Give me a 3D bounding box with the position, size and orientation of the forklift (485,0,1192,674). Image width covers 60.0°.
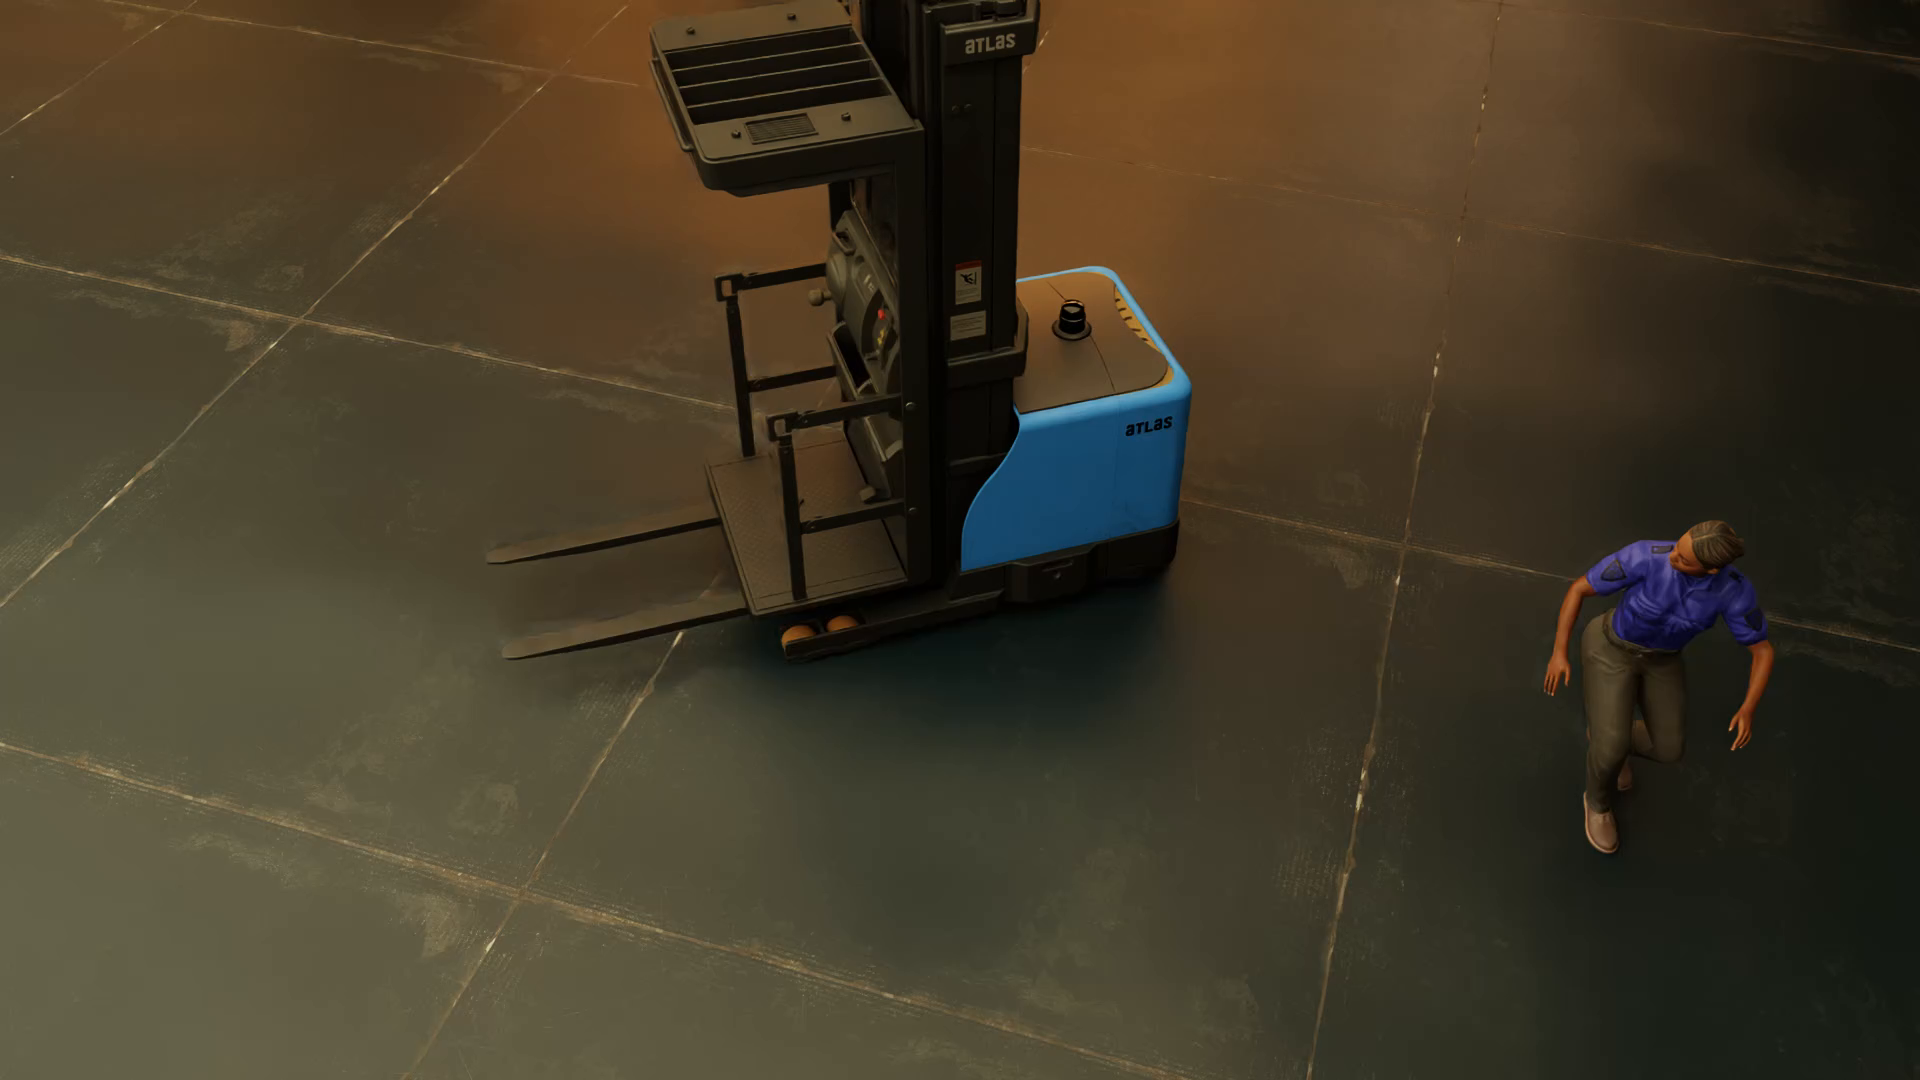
[{"bbox_3d":[-0.572,-0.927,6.685,3.031,2.935,1.130,-14,45,-15],"label":"forklift"}]

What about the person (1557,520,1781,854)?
[{"bbox_3d":[2.551,0.542,6.116,0.741,1.558,0.712,3,43,3],"label":"person"}]
